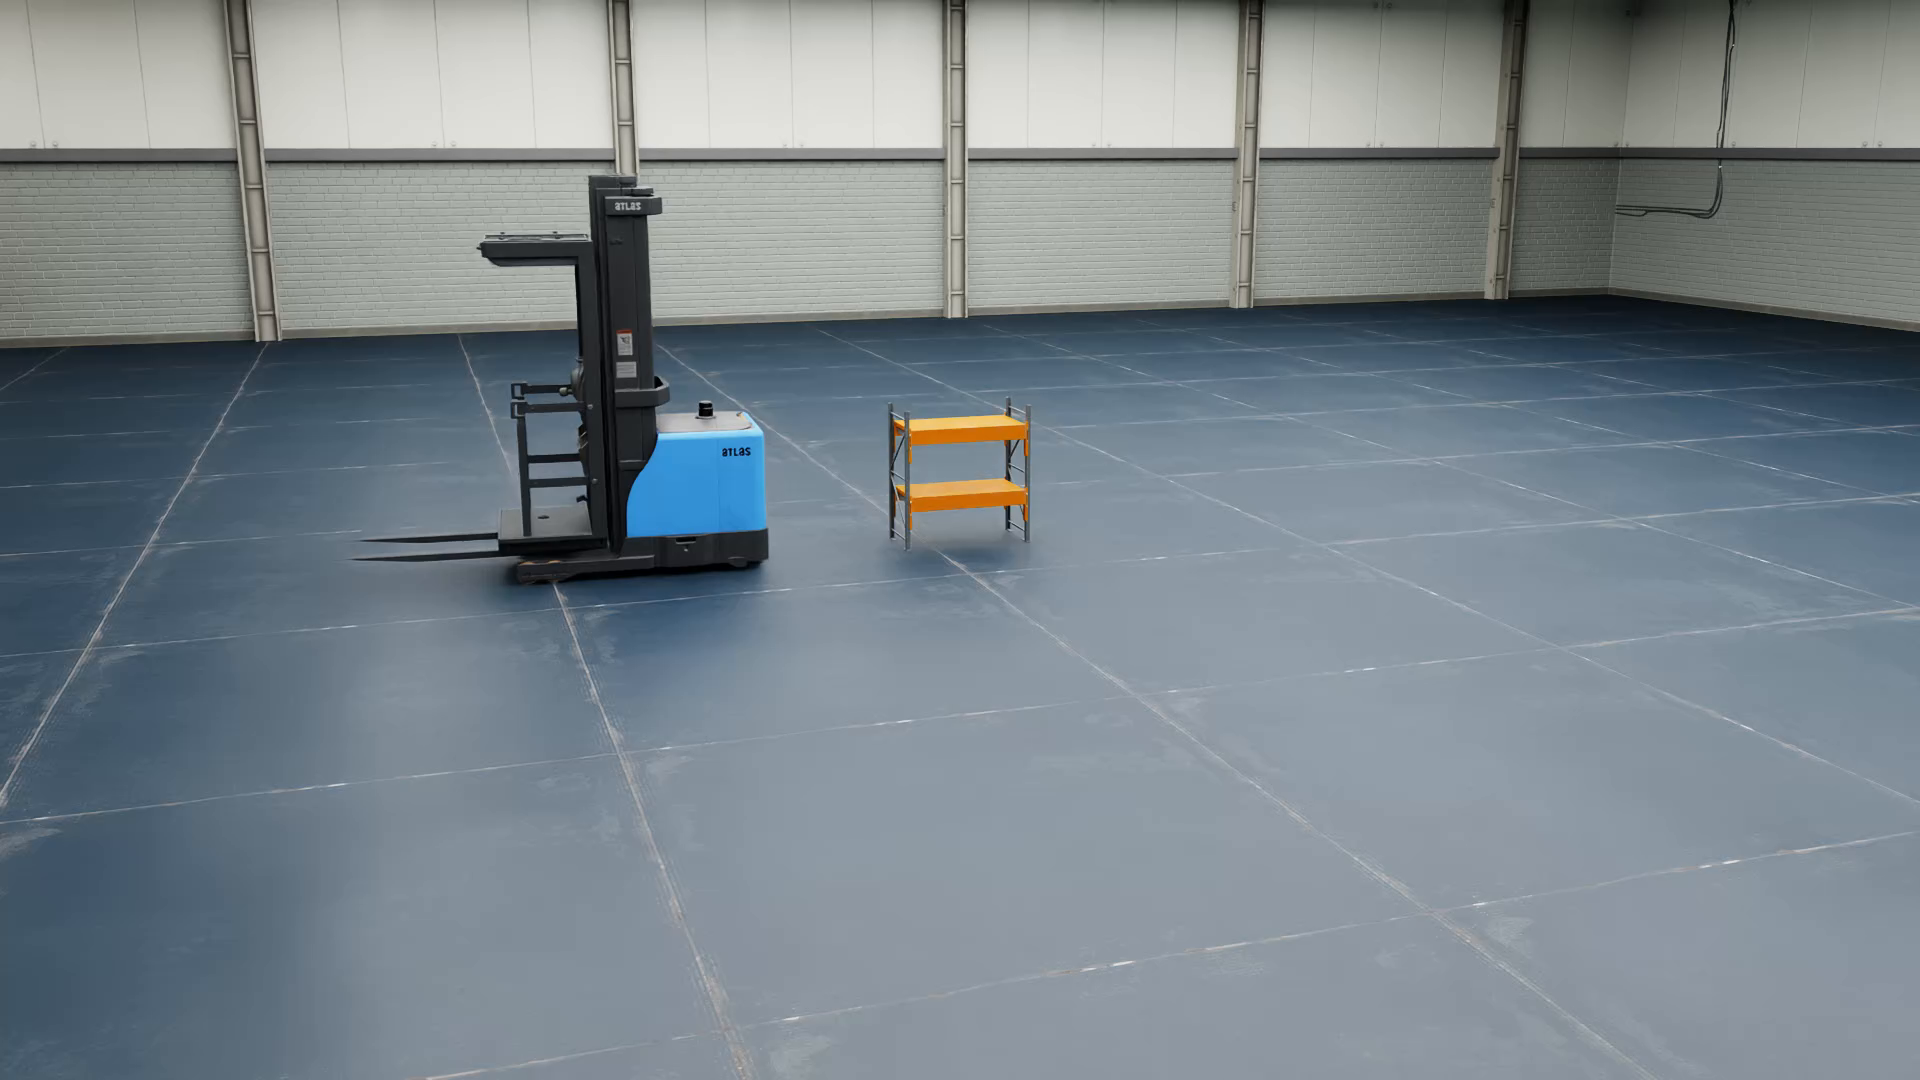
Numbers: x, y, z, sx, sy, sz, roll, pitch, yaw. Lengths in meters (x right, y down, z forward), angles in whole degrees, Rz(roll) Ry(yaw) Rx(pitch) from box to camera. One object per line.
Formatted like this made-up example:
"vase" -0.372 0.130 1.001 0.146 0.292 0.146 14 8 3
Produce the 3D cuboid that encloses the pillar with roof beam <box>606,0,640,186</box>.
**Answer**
"pillar with roof beam" -4.400 -7.192 24.434 0.400 9.000 9.100 -4 14 -18

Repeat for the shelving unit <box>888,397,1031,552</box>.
"shelving unit" -0.006 -0.547 13.511 1.048 1.125 0.538 -4 14 -18

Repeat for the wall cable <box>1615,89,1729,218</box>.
"wall cable" 14.501 -7.882 34.043 0.112 2.526 3.097 -4 14 -18

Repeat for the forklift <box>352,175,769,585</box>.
"forklift" -3.042 -1.232 12.489 3.031 2.935 1.130 -3 14 -14

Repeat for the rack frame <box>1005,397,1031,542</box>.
"rack frame" 0.475 -0.584 13.668 0.032 1.125 0.500 -4 14 -18

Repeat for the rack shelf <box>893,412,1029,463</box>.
"rack shelf" -0.006 -0.831 13.443 1.000 0.278 0.538 -4 14 -18

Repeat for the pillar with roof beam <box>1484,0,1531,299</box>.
"pillar with roof beam" 12.660 -8.521 30.019 0.400 9.000 9.100 -4 14 -18

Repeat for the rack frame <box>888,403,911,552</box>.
"rack frame" -0.488 -0.509 13.353 0.032 1.125 0.500 -4 14 -18

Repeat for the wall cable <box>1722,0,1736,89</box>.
"wall cable" 15.364 -9.746 30.964 0.112 2.526 3.097 -4 14 -18

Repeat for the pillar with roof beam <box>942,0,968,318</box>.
"pillar with roof beam" 1.287 -7.635 26.296 0.400 9.000 9.100 -4 14 -18

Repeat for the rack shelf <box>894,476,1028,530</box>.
"rack shelf" -0.006 -0.309 13.567 1.000 0.278 0.538 -4 14 -18

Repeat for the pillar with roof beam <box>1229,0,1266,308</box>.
"pillar with roof beam" 6.973 -8.078 28.158 0.400 9.000 9.100 -4 14 -18

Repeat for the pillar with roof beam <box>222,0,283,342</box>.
"pillar with roof beam" -10.087 -6.750 22.573 0.400 9.000 9.100 -4 14 -18
